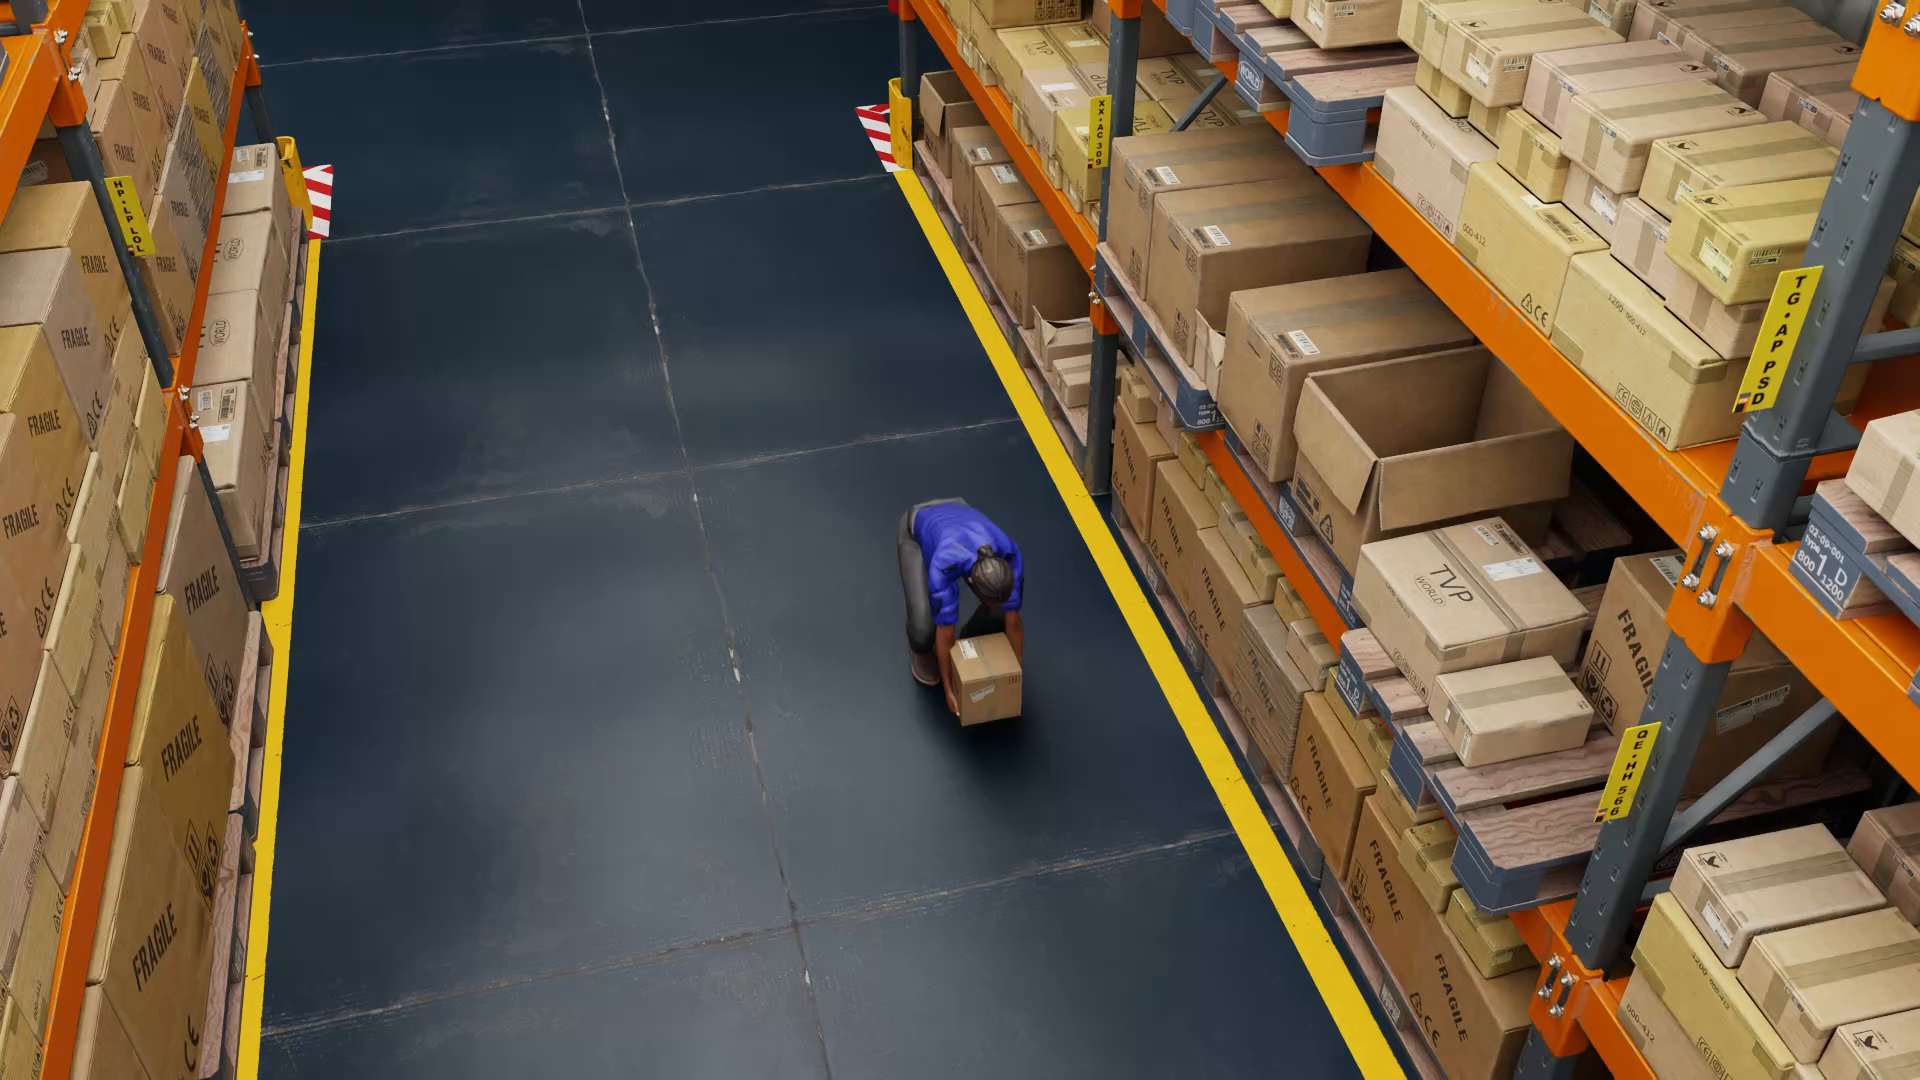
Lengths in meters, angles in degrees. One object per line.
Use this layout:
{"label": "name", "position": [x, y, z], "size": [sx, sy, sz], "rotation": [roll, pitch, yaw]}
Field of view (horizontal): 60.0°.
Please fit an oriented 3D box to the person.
{"label": "person", "position": [0.008, 0.260, 6.966], "size": [0.459, 0.947, 0.867], "rotation": [-11, 40, -14]}
